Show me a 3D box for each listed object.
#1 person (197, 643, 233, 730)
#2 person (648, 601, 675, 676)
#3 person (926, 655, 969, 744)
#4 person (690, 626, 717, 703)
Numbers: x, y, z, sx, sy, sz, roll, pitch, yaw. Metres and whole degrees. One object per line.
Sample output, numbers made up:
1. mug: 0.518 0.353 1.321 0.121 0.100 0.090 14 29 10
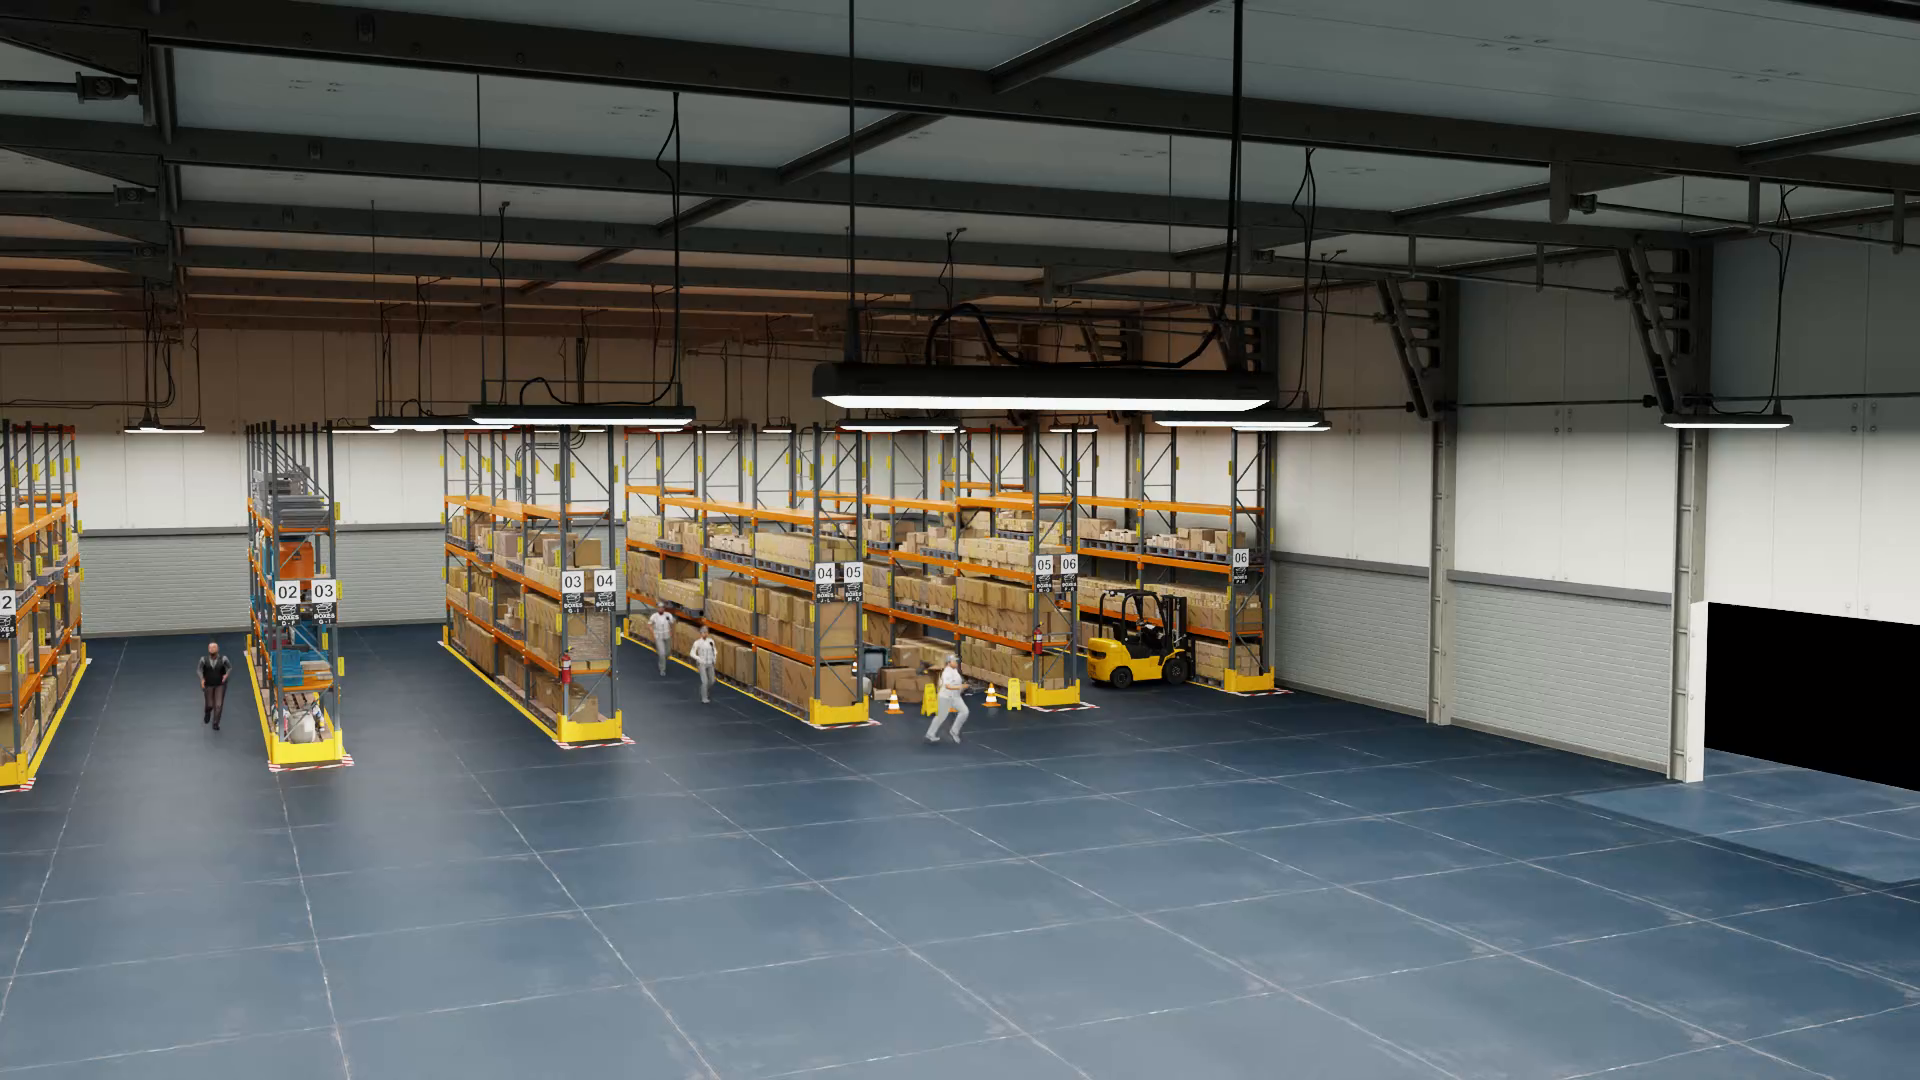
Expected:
1. person: -14.567 2.854 32.536 0.656 1.696 0.627 -1 4 -23
2. person: -7.191 2.352 40.083 0.638 1.775 0.719 -1 4 -21
3. person: -0.196 2.960 30.970 0.847 1.676 0.611 2 4 26
4. person: -5.486 2.662 35.750 0.612 1.648 0.563 -2 4 -29
